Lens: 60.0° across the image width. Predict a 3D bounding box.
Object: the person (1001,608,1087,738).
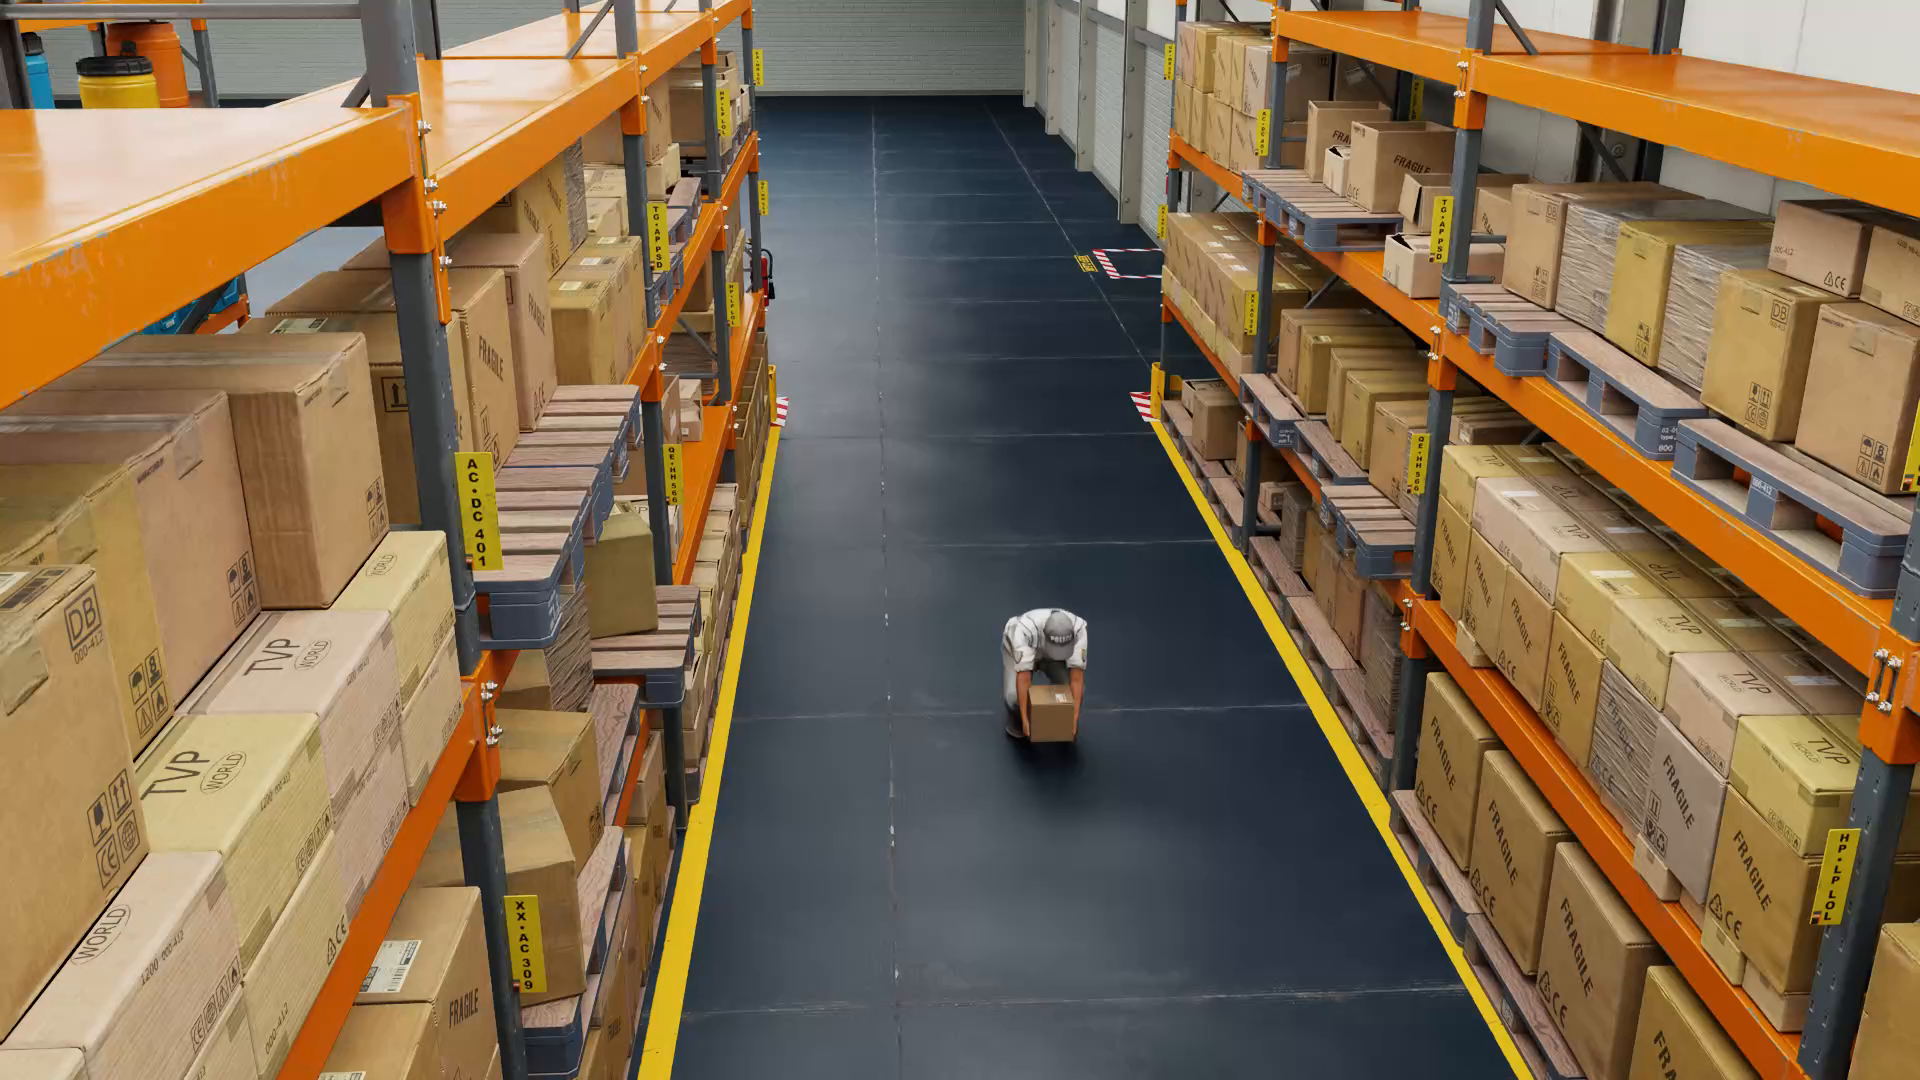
[{"bbox_3d":[0.501,0.767,10.058,0.497,0.955,0.861,-2,21,-4],"label":"person"}]
